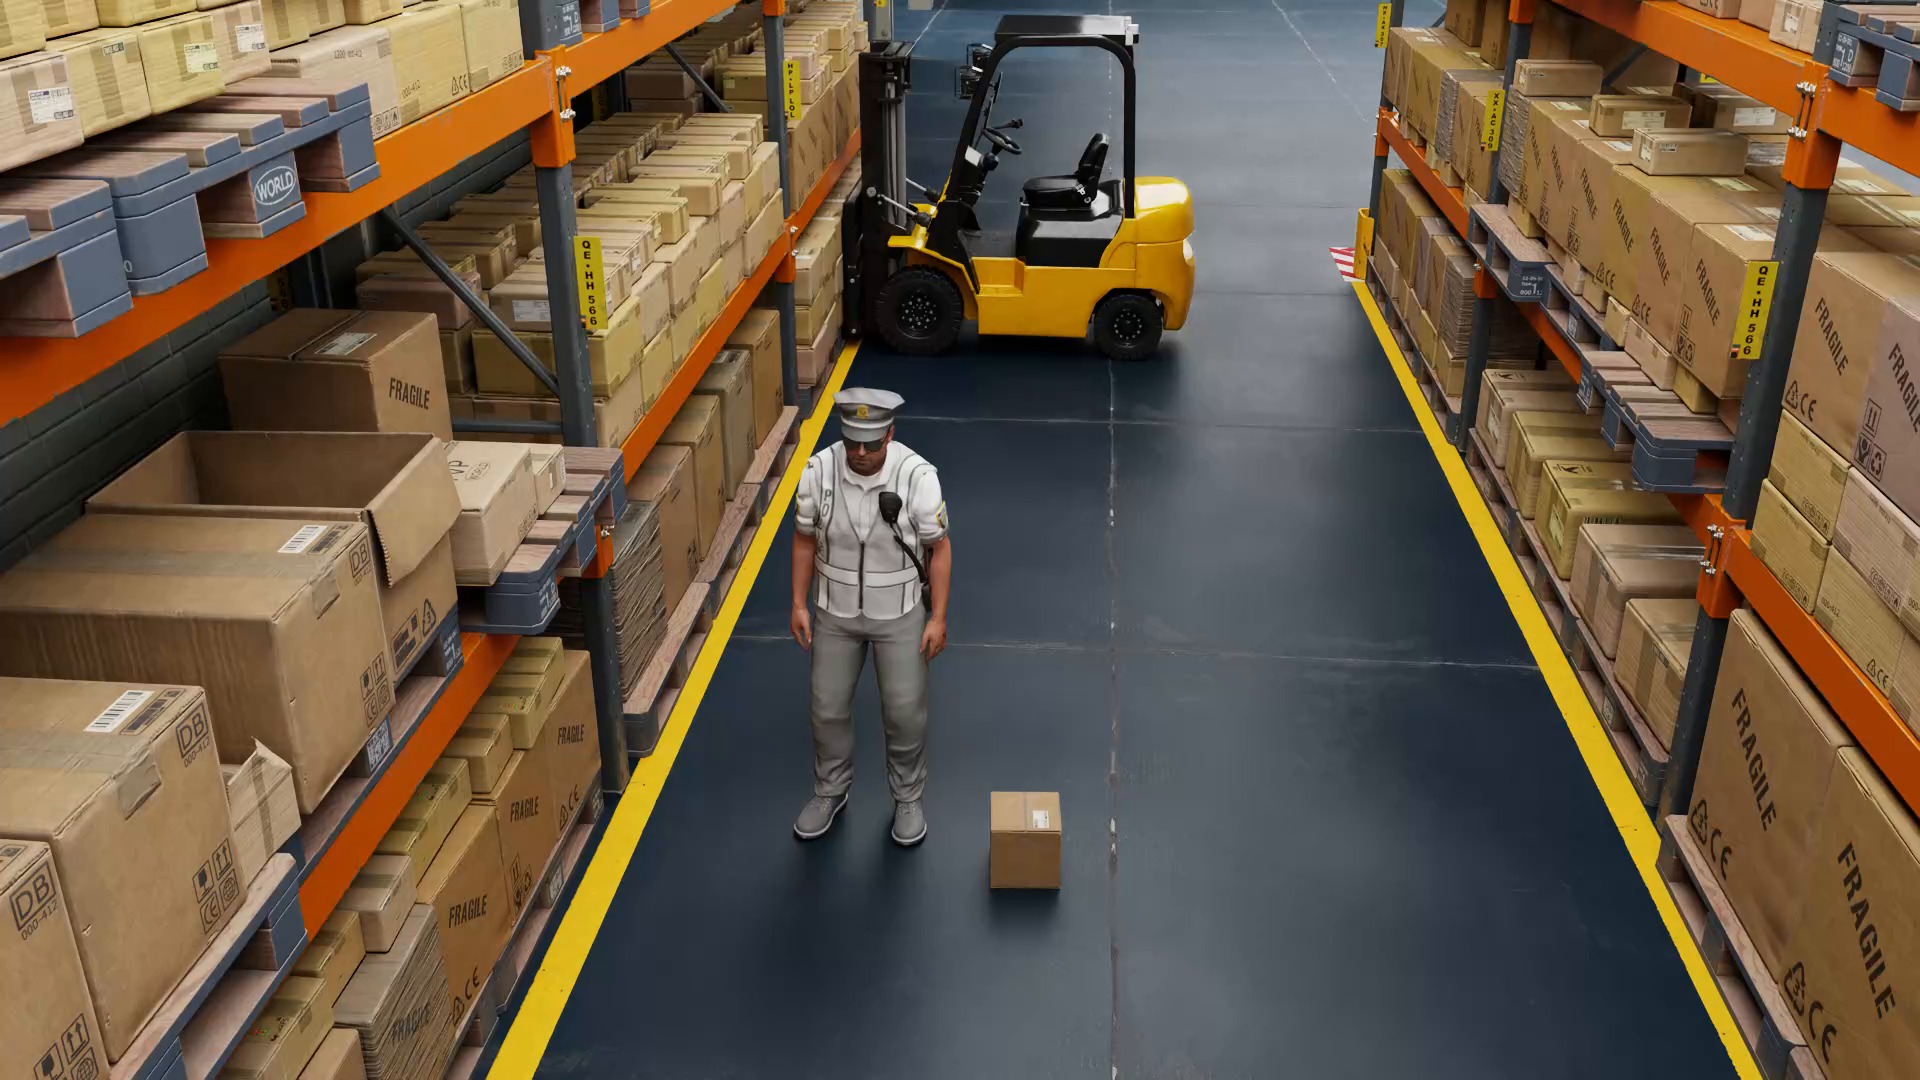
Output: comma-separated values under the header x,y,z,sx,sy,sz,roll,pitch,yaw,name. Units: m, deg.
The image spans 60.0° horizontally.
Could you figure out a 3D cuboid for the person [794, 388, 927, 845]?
x,y,z,sx,sy,sz,roll,pitch,yaw,name
-0.366,0.277,5.983,0.500,1.747,0.335,4,25,8,person
